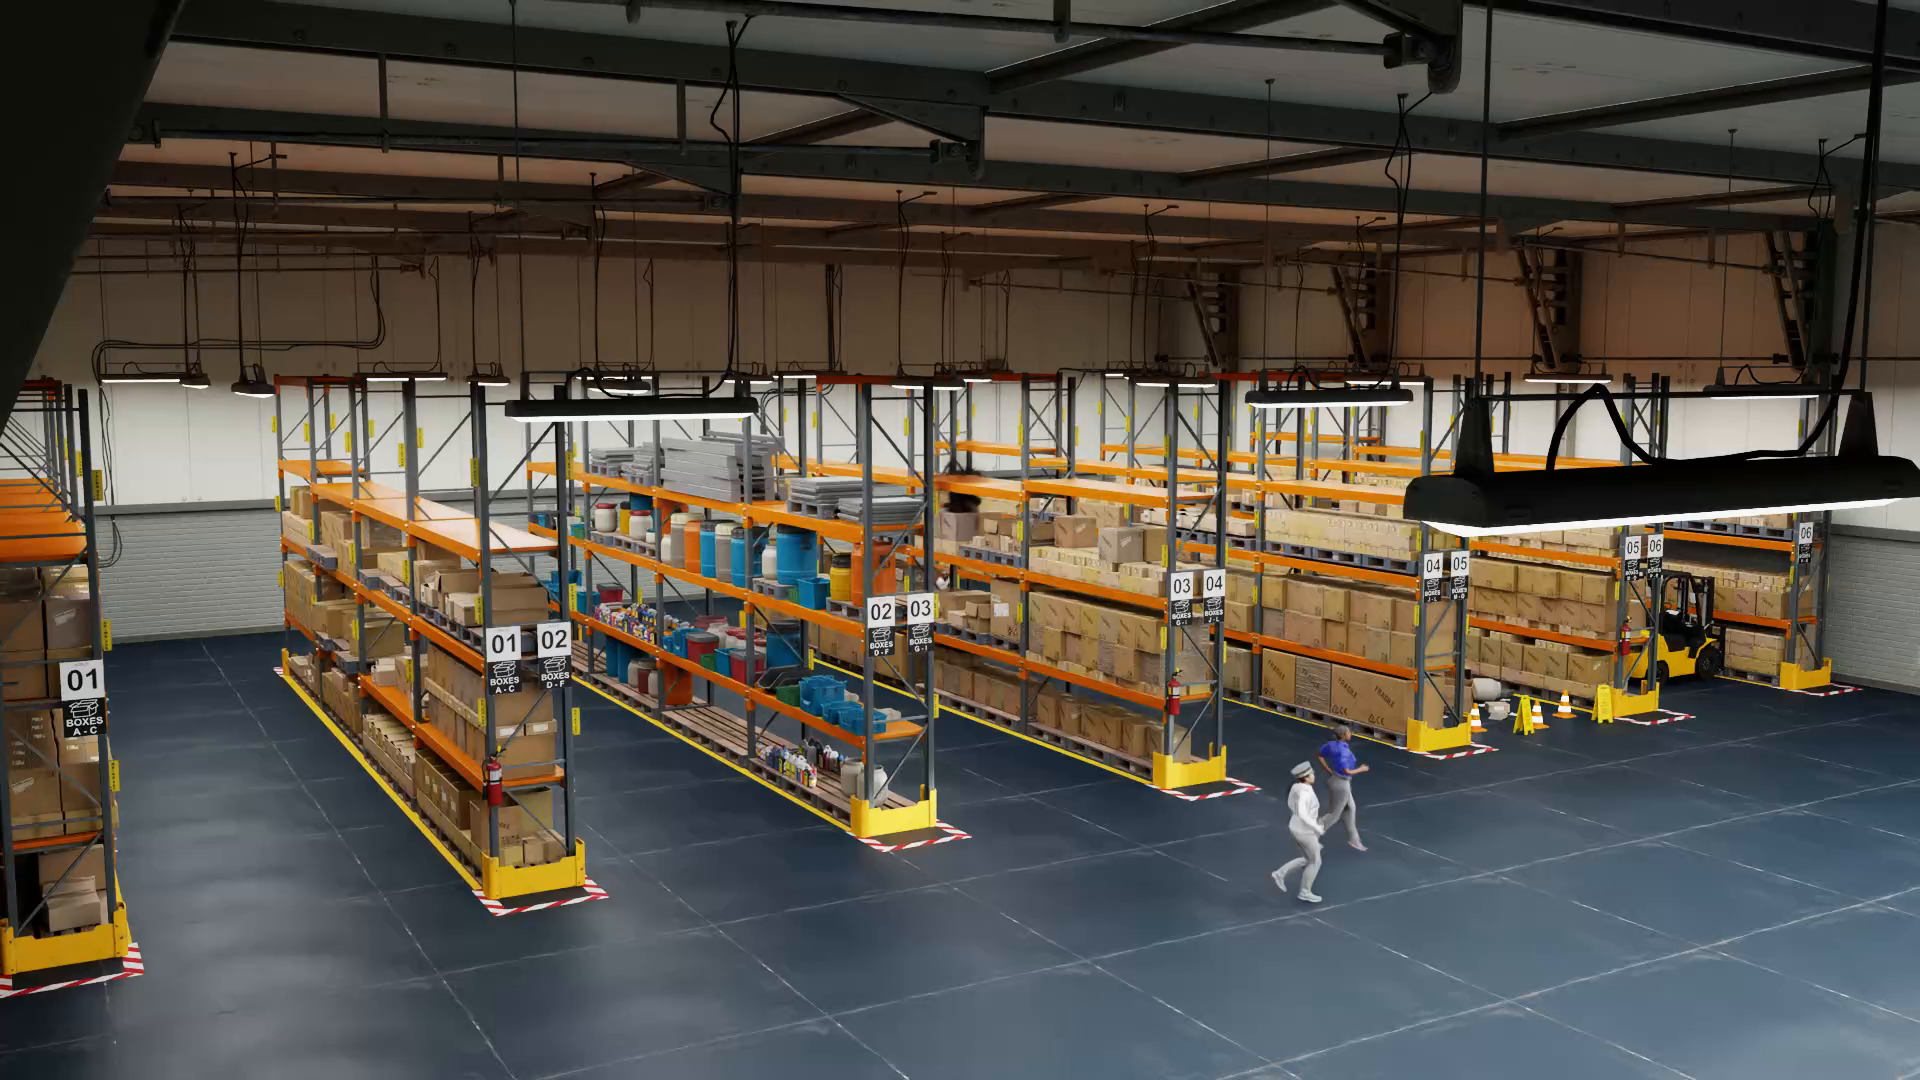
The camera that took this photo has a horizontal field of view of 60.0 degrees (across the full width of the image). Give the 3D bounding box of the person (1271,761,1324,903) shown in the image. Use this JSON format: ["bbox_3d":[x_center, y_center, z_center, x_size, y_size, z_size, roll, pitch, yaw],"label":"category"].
[{"bbox_3d":[3.955,3.396,19.338,0.566,1.673,0.628,0,6,-3],"label":"person"}]

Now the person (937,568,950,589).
[{"bbox_3d":[-0.405,1.425,37.732,0.562,1.602,0.629,-5,8,-36],"label":"person"}]

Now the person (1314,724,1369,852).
[{"bbox_3d":[4.826,3.186,21.233,0.862,1.701,0.570,0,6,-3],"label":"person"}]
